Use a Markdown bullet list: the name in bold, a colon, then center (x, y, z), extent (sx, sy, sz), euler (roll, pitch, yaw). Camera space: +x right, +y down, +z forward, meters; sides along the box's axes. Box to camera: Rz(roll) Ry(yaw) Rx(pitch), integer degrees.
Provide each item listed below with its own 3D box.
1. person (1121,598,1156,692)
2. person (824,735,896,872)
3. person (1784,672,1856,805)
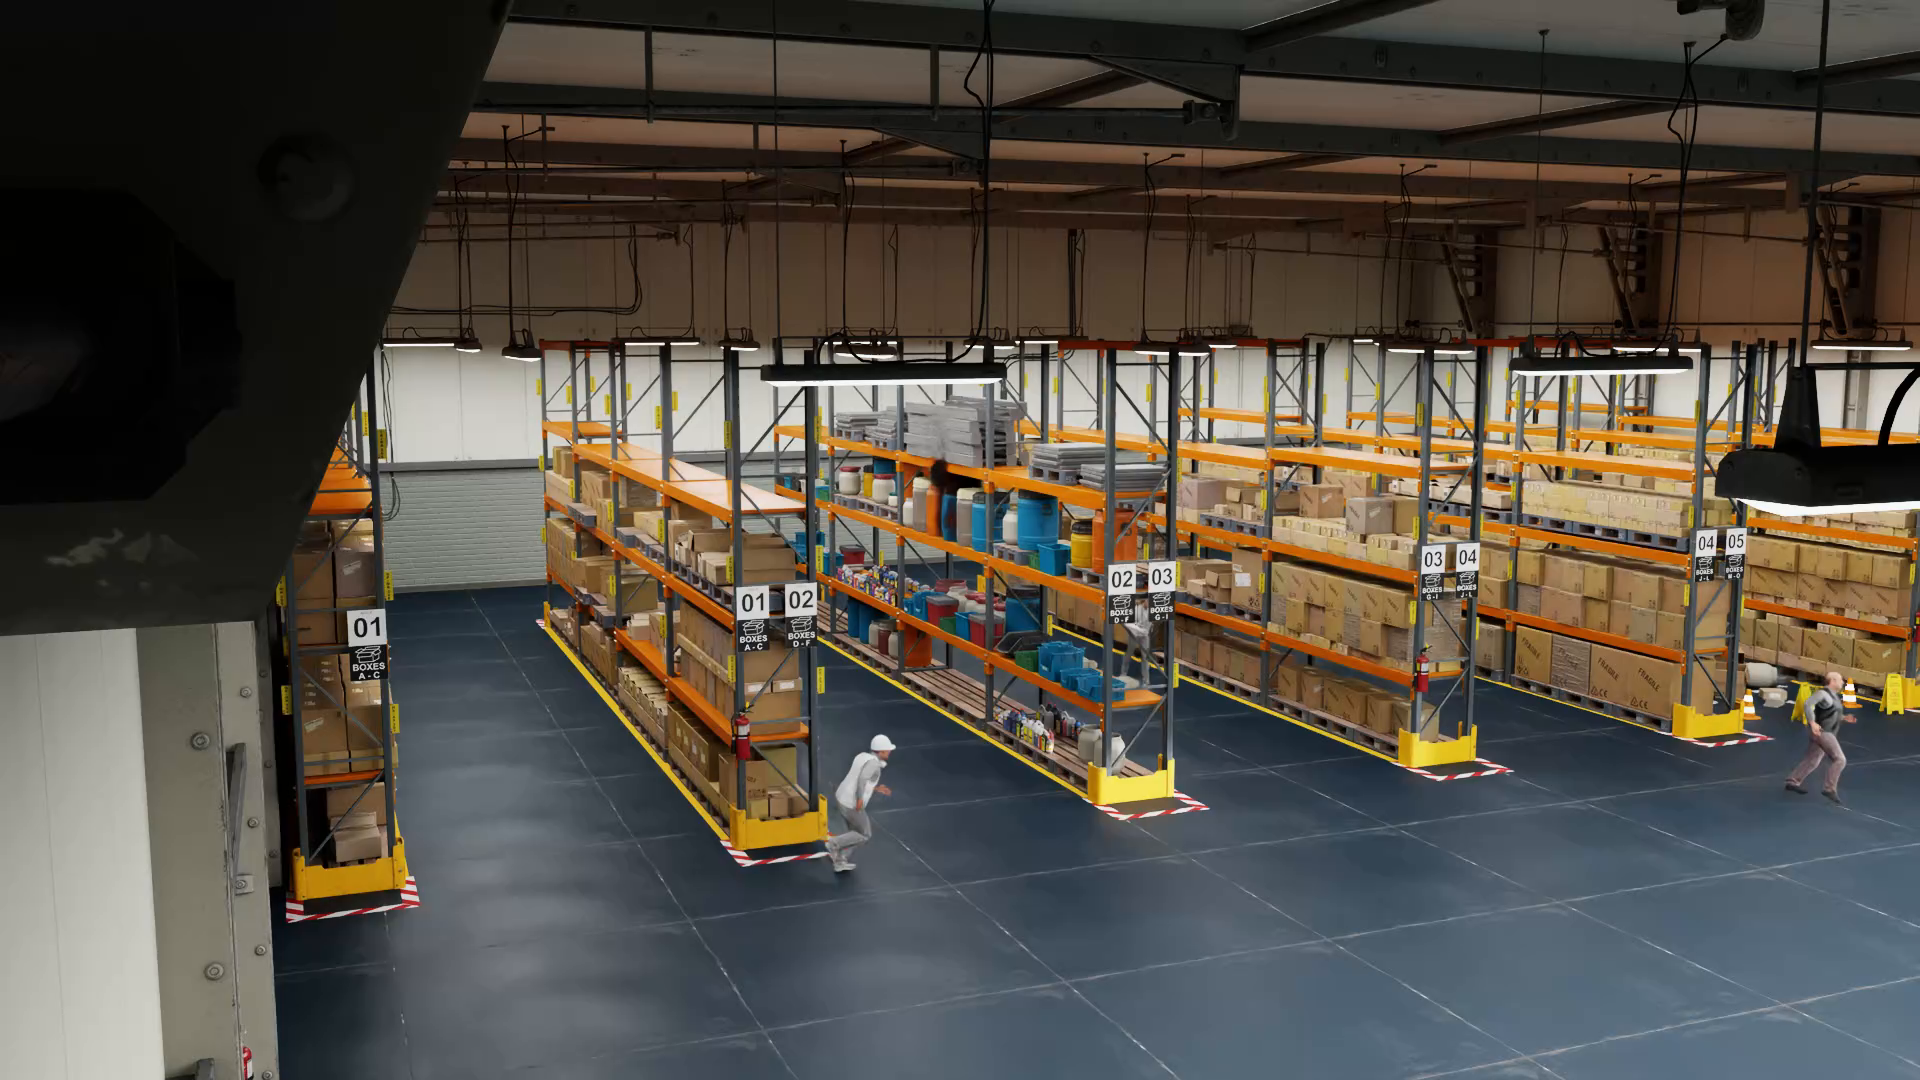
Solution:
- **person**: center (2.998, 1.659, 27.967), extent (0.663, 1.671, 0.900), euler (-4, 8, -28)
- **person**: center (-1.151, 3.061, 19.226), extent (0.856, 1.590, 0.685), euler (-2, 8, -15)
- **person**: center (11.498, 2.600, 22.199), extent (0.798, 1.670, 0.785), euler (4, 9, 31)
